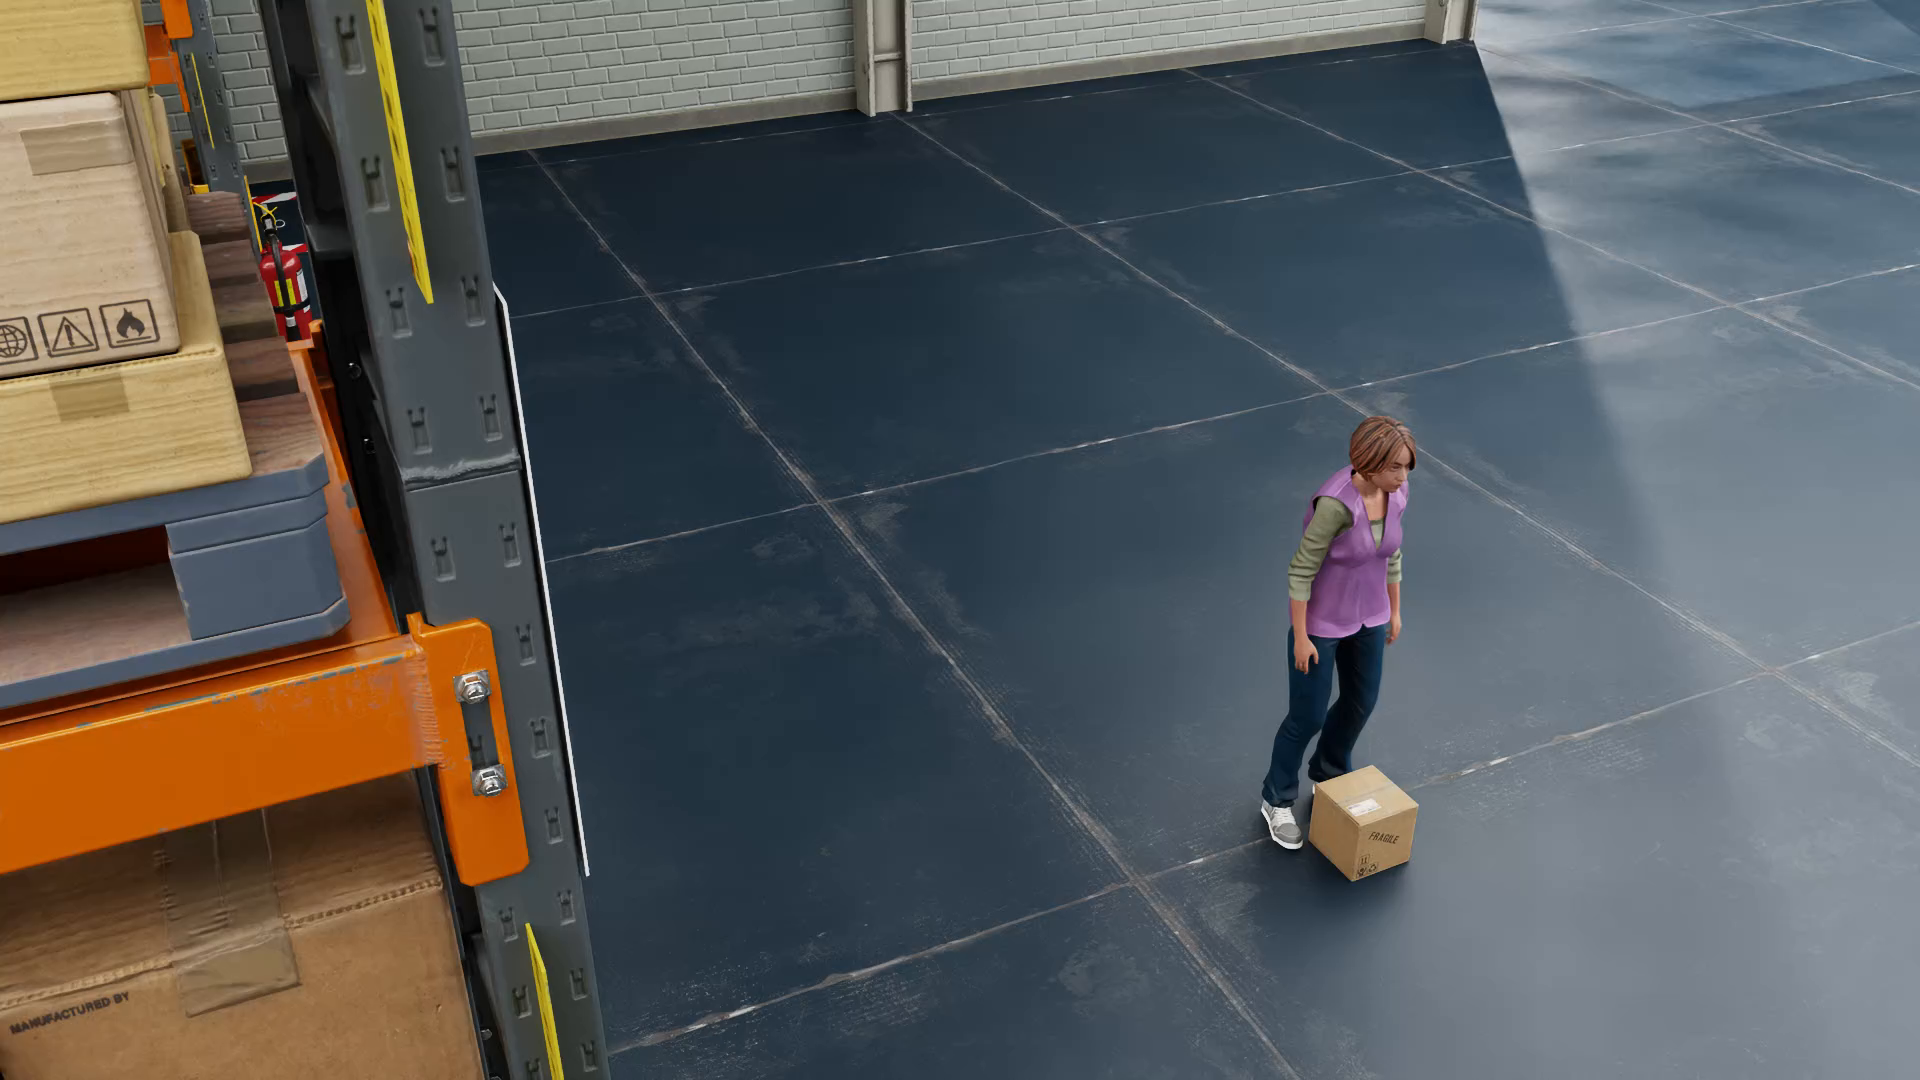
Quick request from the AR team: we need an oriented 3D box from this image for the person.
[{"bbox_3d":[1.289,0.291,5.632,0.485,1.593,0.341,-15,33,-24],"label":"person"}]
